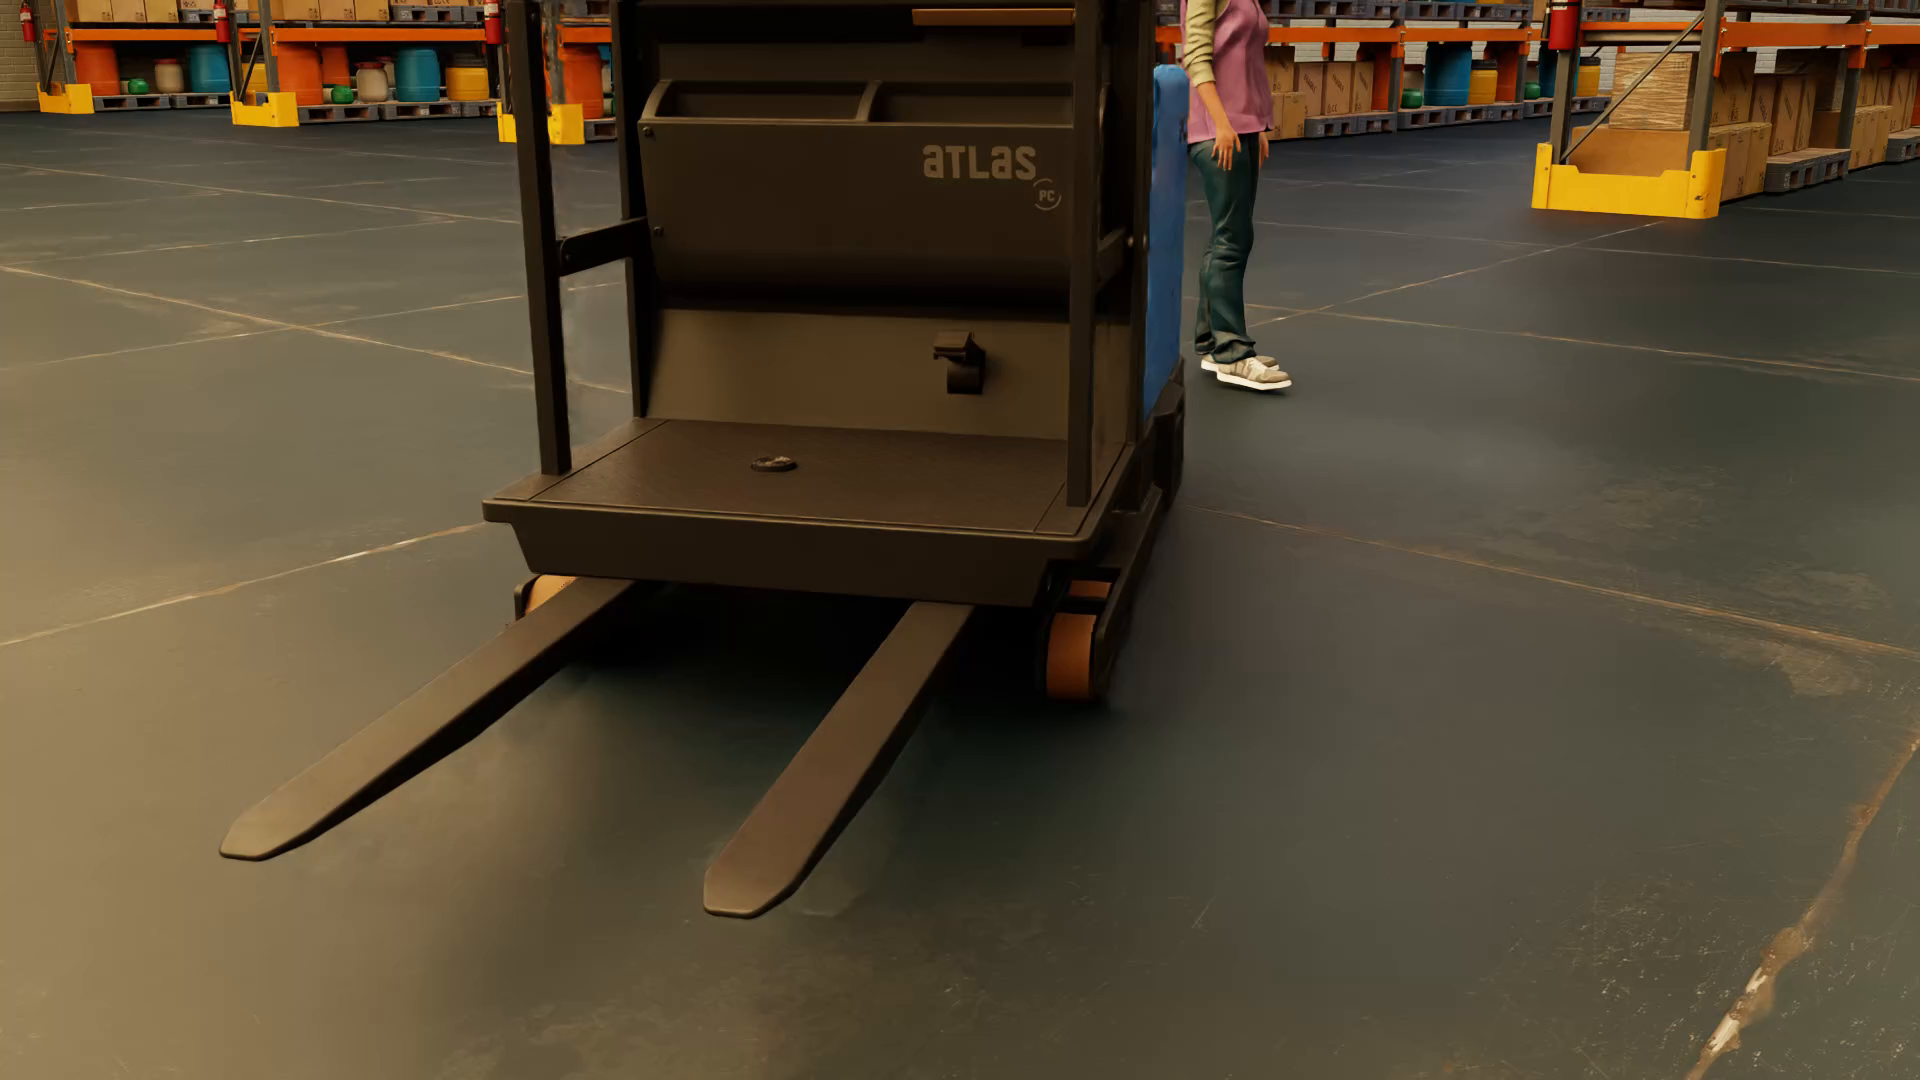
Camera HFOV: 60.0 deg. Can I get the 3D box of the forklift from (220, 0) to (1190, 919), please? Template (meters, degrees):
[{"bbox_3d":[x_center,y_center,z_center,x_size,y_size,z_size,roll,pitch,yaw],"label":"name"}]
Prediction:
[{"bbox_3d":[-0.217,-1.228,2.943,1.130,2.935,3.031,4,17,12],"label":"forklift"}]

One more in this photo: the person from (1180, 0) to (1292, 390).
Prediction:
[{"bbox_3d":[0.976,-1.342,5.590,0.476,1.597,0.518,7,18,23],"label":"person"}]
